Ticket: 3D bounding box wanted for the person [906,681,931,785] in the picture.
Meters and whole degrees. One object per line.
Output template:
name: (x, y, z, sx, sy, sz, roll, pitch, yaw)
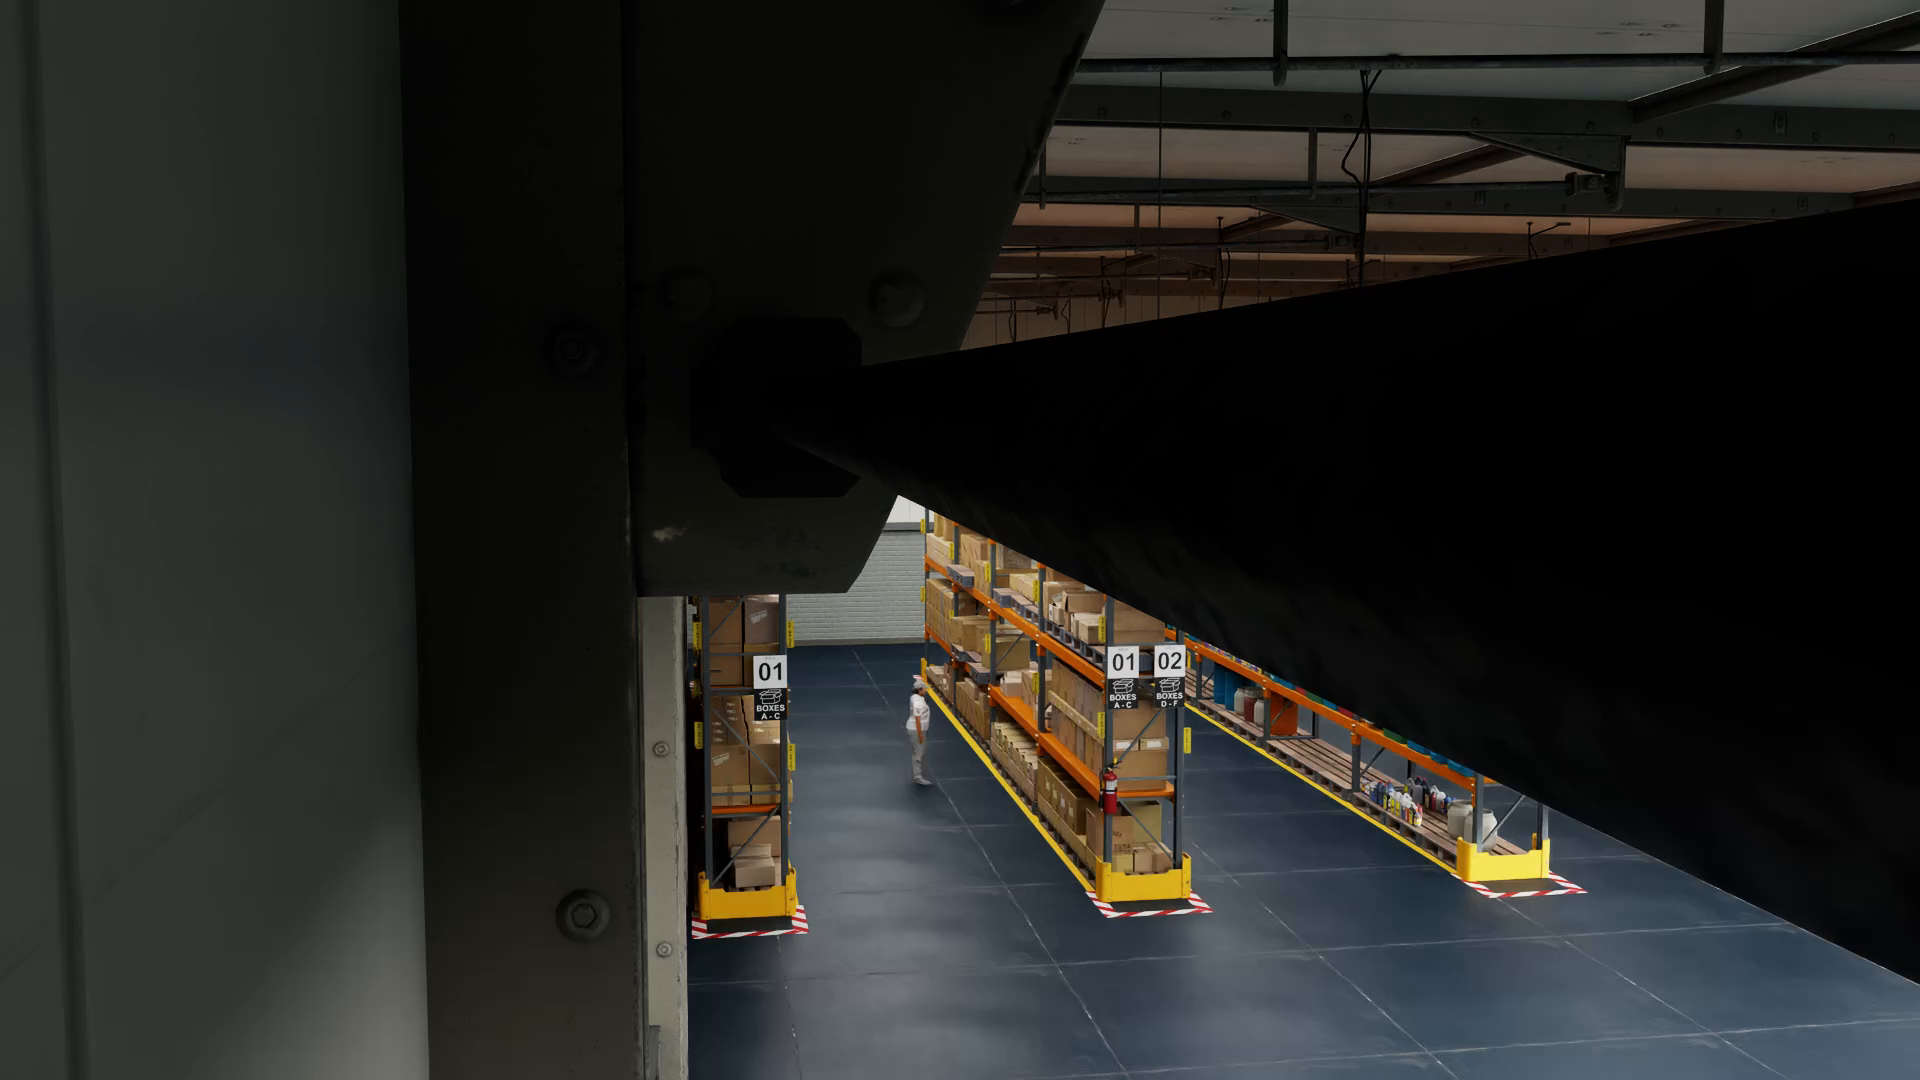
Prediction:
person: (-0.676, 3.163, 27.112, 0.401, 1.753, 0.546, 0, 5, -4)
